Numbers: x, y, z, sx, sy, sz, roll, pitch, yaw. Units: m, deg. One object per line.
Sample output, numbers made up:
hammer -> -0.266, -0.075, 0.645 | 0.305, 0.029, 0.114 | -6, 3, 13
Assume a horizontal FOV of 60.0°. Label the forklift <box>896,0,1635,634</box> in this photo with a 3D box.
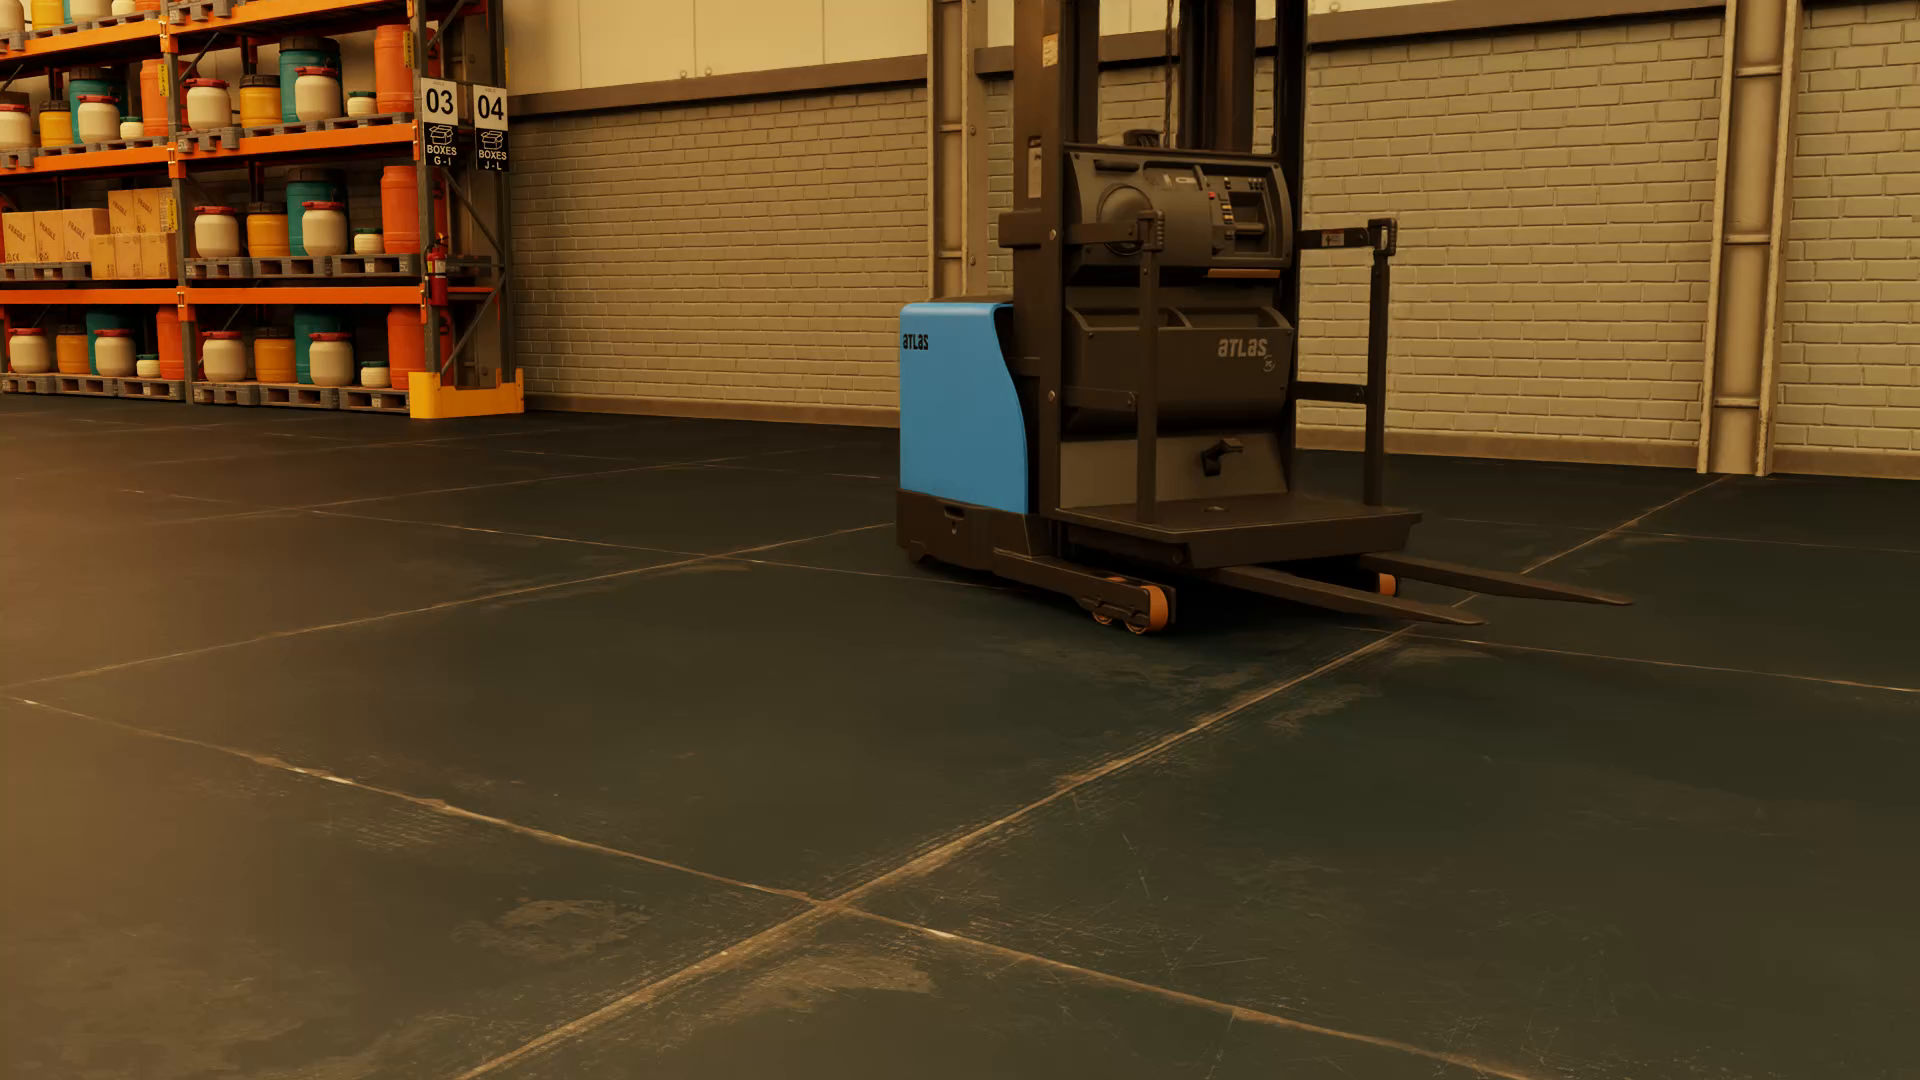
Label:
forklift -> 0.903, -1.215, 5.736 | 1.130, 2.935, 3.031 | -5, 9, -29
